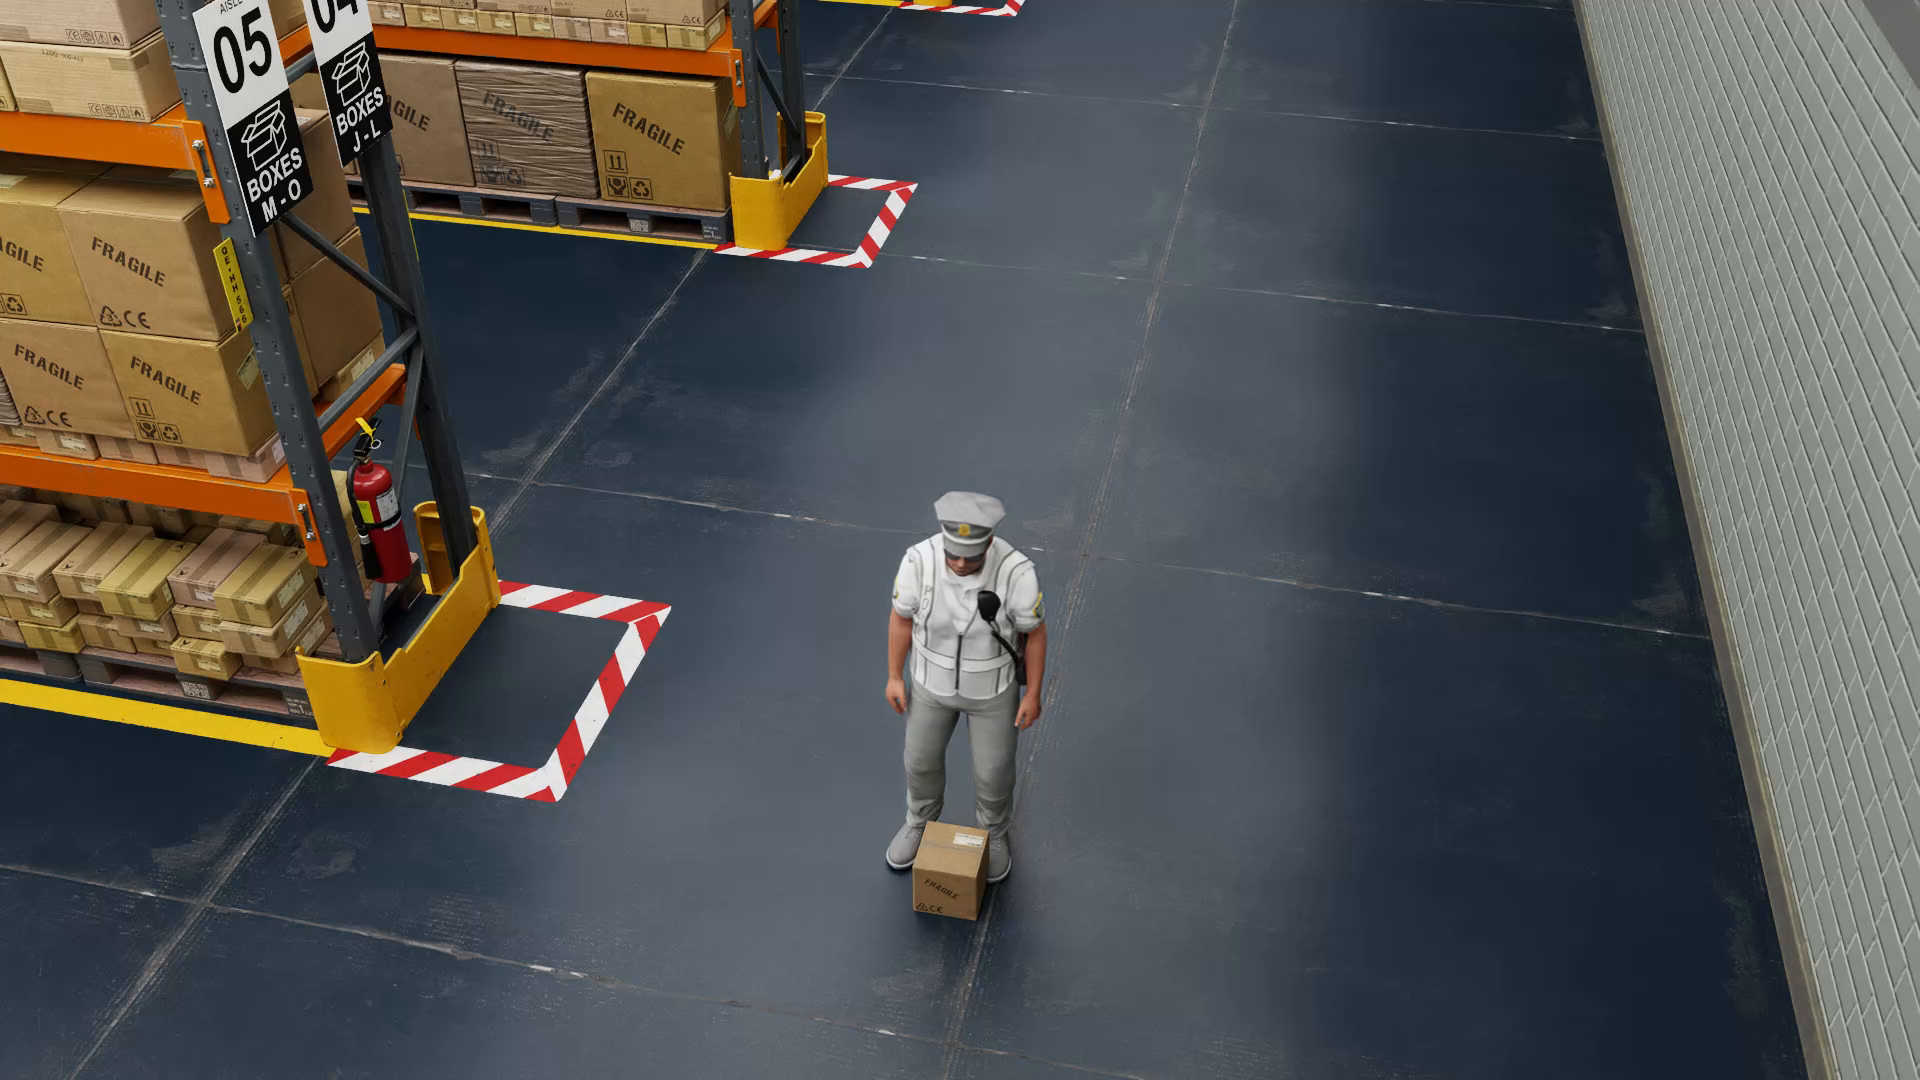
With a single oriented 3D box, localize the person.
[{"bbox_3d":[0.022,0.525,6.245,0.594,1.748,0.434,7,37,9],"label":"person"}]
